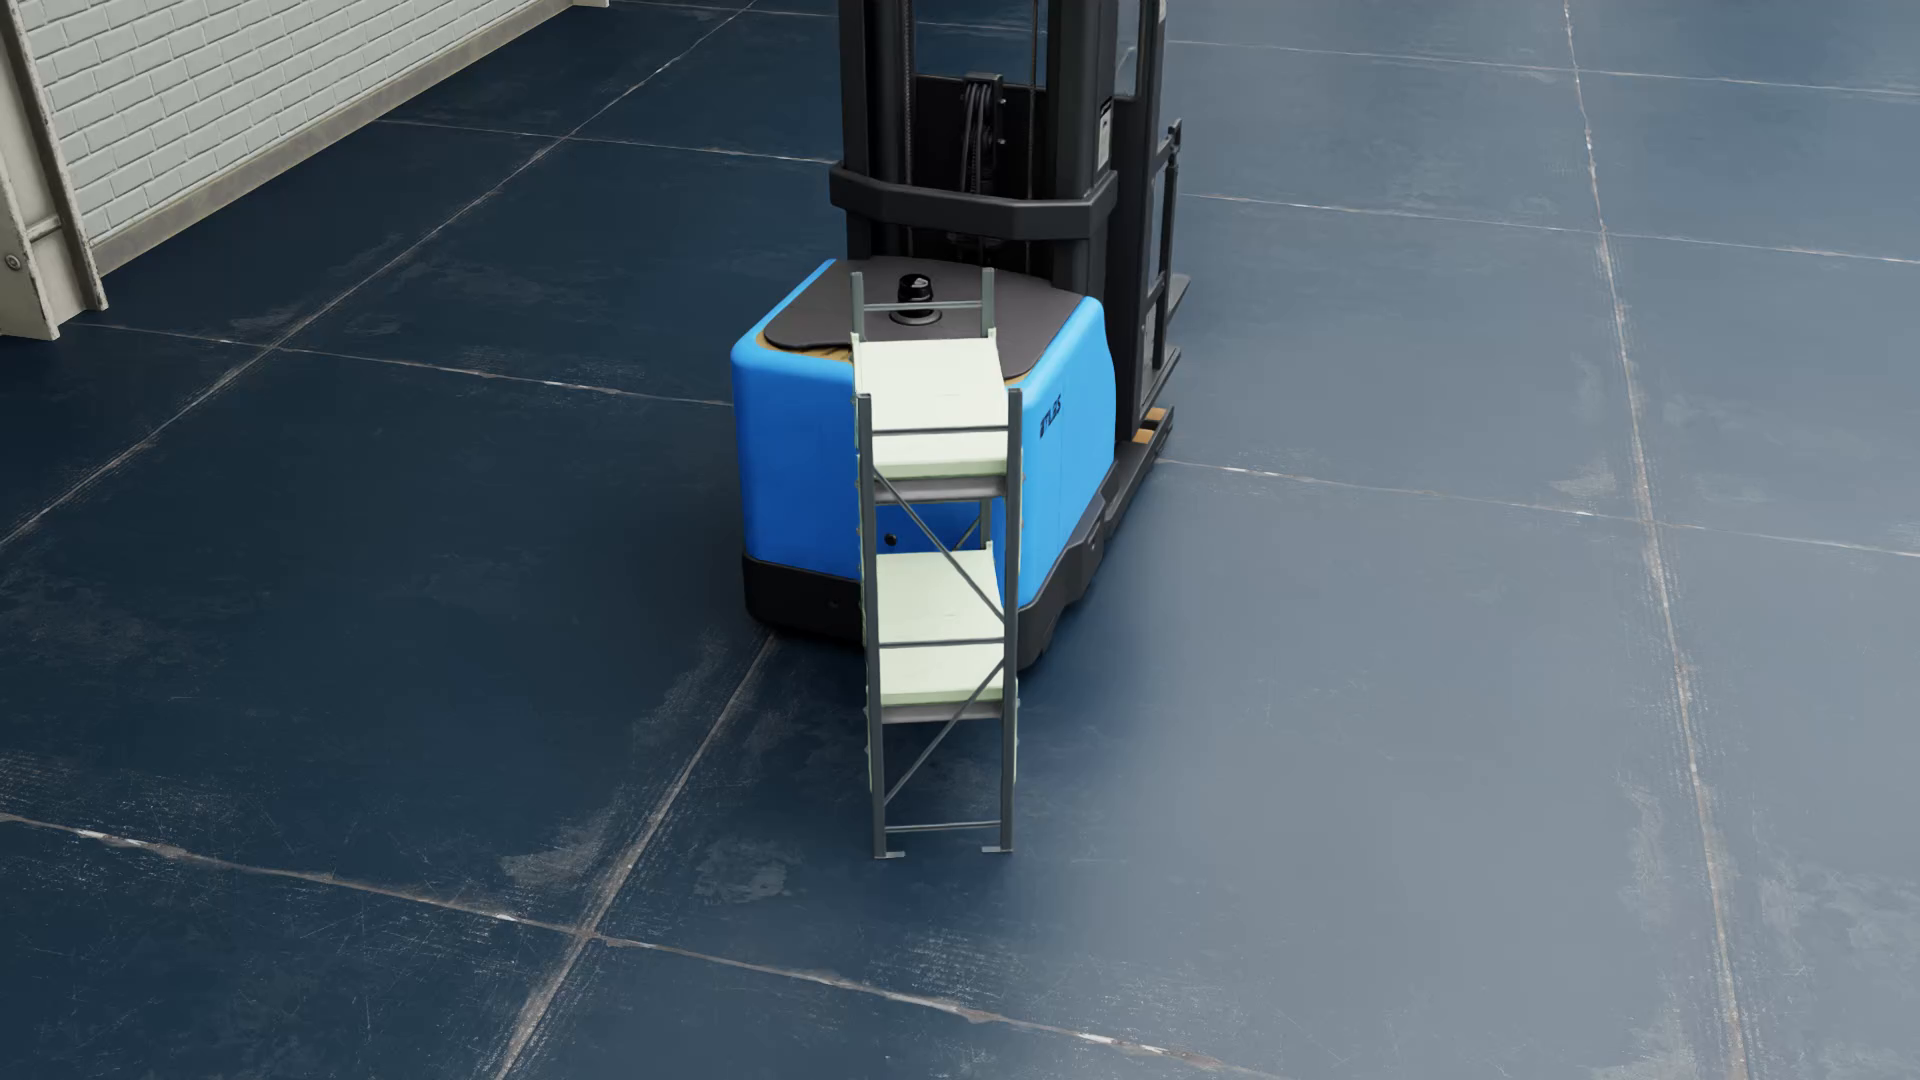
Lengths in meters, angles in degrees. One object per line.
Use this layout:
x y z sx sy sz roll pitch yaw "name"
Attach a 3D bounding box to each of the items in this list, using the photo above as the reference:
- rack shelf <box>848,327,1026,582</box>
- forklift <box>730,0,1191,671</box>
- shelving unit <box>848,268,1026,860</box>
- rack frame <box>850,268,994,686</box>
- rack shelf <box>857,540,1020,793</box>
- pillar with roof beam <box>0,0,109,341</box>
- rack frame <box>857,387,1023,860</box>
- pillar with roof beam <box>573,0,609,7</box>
-0.077 -0.249 4.516 0.431 0.370 0.720 -2 33 -4 "rack shelf"
0.240 -1.587 6.014 1.130 2.935 3.031 11 34 17 "forklift"
-0.077 0.081 4.725 0.431 1.500 0.755 -2 33 -4 "shelving unit"
-0.105 -0.115 5.033 0.400 1.500 0.023 -2 33 -4 "rack frame"
-0.077 0.356 4.900 0.431 0.370 0.720 -2 33 -4 "rack shelf"
-0.138 -4.259 4.561 9.100 9.000 0.400 8 33 12 "pillar with roof beam"
-0.048 0.277 4.417 0.400 1.500 0.023 -2 33 -4 "rack frame"
1.384 -7.372 9.459 9.100 9.000 0.400 8 33 12 "pillar with roof beam"
